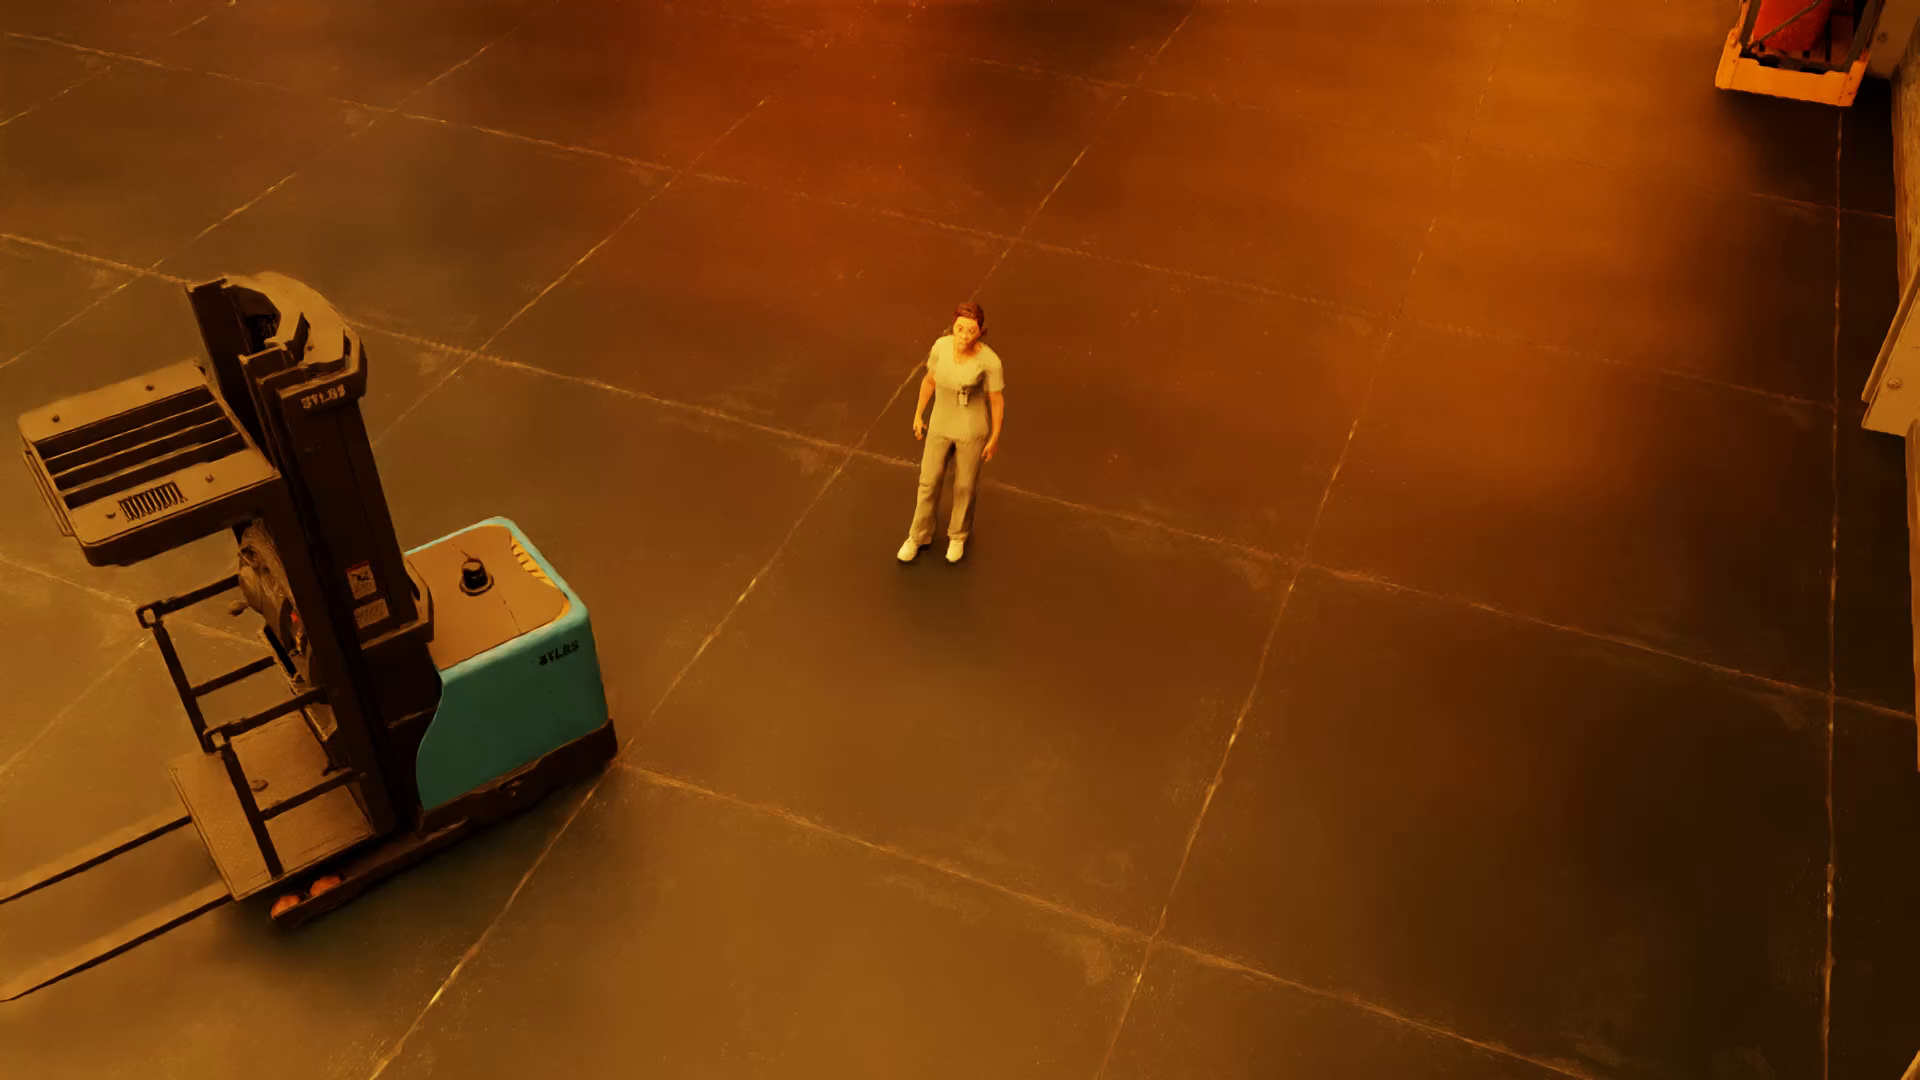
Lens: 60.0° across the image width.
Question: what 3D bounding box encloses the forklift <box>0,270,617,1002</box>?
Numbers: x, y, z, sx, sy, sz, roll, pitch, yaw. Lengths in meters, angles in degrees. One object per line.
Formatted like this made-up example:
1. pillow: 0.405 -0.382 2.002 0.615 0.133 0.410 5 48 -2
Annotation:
1. forklift: -3.309 0.368 7.567 3.031 2.935 1.130 -26 46 -27

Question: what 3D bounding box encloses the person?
1. person: -0.041 -0.607 9.699 0.550 1.674 0.548 15 42 17
